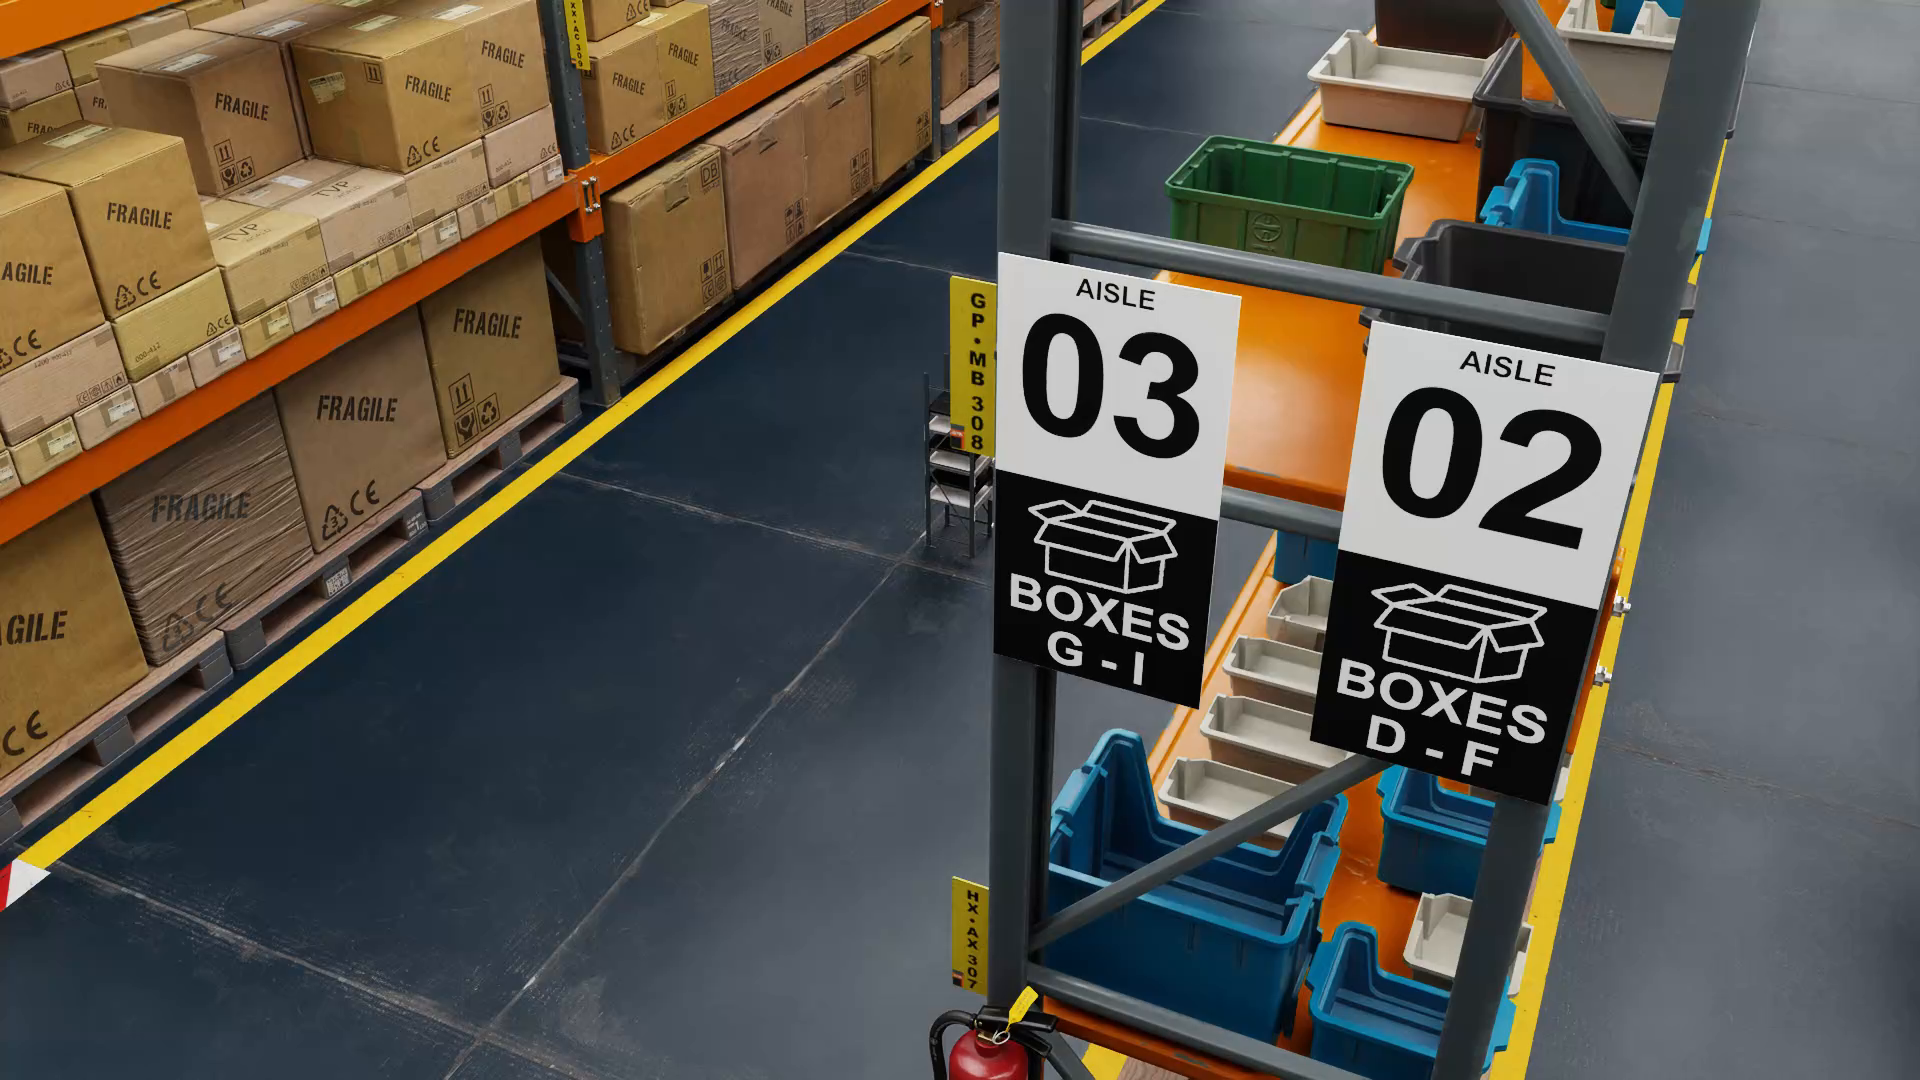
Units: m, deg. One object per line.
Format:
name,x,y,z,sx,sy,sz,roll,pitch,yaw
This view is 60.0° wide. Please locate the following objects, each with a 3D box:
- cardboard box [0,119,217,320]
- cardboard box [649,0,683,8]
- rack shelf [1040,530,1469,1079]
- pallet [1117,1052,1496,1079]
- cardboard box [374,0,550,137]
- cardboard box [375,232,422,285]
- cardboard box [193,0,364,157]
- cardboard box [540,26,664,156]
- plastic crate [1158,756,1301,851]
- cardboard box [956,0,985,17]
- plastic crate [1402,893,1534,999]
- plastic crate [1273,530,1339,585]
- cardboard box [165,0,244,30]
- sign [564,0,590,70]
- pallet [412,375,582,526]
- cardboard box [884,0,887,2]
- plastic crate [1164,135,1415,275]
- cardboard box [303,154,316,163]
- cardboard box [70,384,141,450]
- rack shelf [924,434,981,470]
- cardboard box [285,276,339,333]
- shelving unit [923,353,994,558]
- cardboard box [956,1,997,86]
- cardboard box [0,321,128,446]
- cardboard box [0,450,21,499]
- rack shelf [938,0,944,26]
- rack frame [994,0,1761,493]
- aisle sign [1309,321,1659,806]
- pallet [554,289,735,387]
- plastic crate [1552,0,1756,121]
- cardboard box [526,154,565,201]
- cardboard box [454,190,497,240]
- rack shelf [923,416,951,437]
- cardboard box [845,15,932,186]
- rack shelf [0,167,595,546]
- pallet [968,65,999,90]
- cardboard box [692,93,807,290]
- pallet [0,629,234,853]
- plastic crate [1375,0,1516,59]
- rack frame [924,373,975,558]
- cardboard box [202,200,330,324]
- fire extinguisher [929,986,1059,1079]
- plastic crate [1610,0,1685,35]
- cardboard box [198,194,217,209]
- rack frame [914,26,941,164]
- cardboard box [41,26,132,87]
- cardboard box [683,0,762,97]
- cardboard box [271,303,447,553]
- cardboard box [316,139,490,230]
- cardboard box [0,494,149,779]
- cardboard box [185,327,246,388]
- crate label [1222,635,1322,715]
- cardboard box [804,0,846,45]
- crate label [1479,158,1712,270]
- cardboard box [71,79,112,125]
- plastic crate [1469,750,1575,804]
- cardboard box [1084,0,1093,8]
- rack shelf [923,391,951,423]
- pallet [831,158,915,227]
cardboard box,-3.096,-1.156,5.960,0.500,0.500,0.500,13,35,19
cardboard box,-1.731,-3.208,8.901,0.797,0.503,0.637,15,36,21
rack shelf,1.373,0.345,5.144,1.077,0.370,4.000,14,36,20
pallet,0.917,1.805,4.805,1.003,0.211,1.213,14,36,20
cardboard box,-2.238,-2.173,7.510,0.500,0.500,0.500,15,36,22
cardboard box,-2.549,-1.243,7.139,0.380,0.149,0.250,15,36,21
cardboard box,-2.934,-2.040,7.307,0.500,0.500,0.500,14,36,20
cardboard box,-1.869,-2.301,8.433,0.500,0.500,0.500,14,36,21
plastic crate,0.713,0.678,4.166,0.396,0.136,0.243,14,36,20
cardboard box,-0.150,-4.139,12.522,0.500,0.250,0.500,18,37,26
plastic crate,1.148,0.938,3.770,0.250,0.136,0.298,14,36,20
plastic crate,1.163,0.004,5.106,0.416,0.233,0.300,14,36,20
cardboard box,-5.554,-3.808,12.034,0.500,0.250,0.500,15,36,22
sign,-1.784,-2.356,7.746,0.100,0.325,0.005,14,36,20
pallet,-2.678,-0.561,8.413,1.003,0.211,1.213,14,36,20
cardboard box,-0.597,-3.819,10.748,0.500,0.500,0.500,15,36,22
plastic crate,0.690,-0.682,3.512,0.450,0.188,0.336,14,36,20
cardboard box,-2.936,-1.729,7.517,0.500,0.250,0.500,14,36,20
cardboard box,-3.193,-0.477,5.972,0.380,0.149,0.250,14,36,20
rack shelf,-0.003,-0.420,7.466,0.258,0.077,0.200,14,36,20
cardboard box,-2.764,-0.989,6.752,0.380,0.149,0.250,15,36,21
shelving unit,-0.003,-0.372,7.497,0.258,0.900,0.210,14,36,20
cardboard box,-0.133,-3.836,12.743,0.700,0.500,0.500,11,35,17
cardboard box,-3.305,-0.595,5.787,0.500,0.250,0.500,14,36,20
cardboard box,-3.408,-0.220,5.579,0.380,0.149,0.250,14,36,20
rack shelf,0.221,-4.775,12.953,1.077,0.370,4.000,14,36,20
rack frame,0.536,-1.468,1.782,1.000,3.000,0.127,14,36,20
aisle sign,0.776,0.058,2.556,0.394,0.787,0.004,14,36,20
pallet,-2.034,-1.323,9.575,1.003,0.211,1.213,14,36,20
plastic crate,1.744,-1.197,4.213,0.437,0.282,0.530,14,36,20
cardboard box,-2.119,-1.756,7.921,0.380,0.149,0.250,14,36,21
cardboard box,-2.334,-1.500,7.531,0.380,0.149,0.250,14,36,20
rack shelf,-0.003,-0.495,7.417,0.258,0.077,0.200,14,36,20
cardboard box,-0.923,-3.028,11.187,1.225,0.875,0.875,13,35,18
rack shelf,-3.126,-0.791,6.877,1.077,0.370,4.000,14,36,20
pallet,0.225,-3.908,13.518,1.003,0.211,1.213,14,36,20
cardboard box,-1.666,-2.143,9.838,1.225,0.875,0.875,13,35,19
pallet,-3.699,0.654,6.560,1.003,0.211,1.213,14,36,20
plastic crate,1.441,-1.595,4.831,0.497,0.269,0.590,14,36,20
rack frame,-0.046,-0.322,7.420,0.240,0.900,0.006,14,36,20
cardboard box,-2.878,-1.105,6.566,0.500,0.250,0.500,13,36,20
fire extinguisher,0.060,1.200,3.595,0.296,0.674,0.183,14,36,20
plastic crate,2.119,-1.609,4.886,0.416,0.233,0.300,14,36,20
cardboard box,-3.361,-1.226,6.749,0.500,0.250,0.500,14,36,21
rack frame,-0.615,-4.080,11.237,1.000,3.000,0.127,14,36,20
cardboard box,-5.982,-3.293,11.249,0.500,0.250,0.500,15,36,22
cardboard box,-1.450,-2.801,9.195,0.500,0.500,0.500,13,36,19
cardboard box,-3.014,-0.616,7.509,0.875,0.875,0.875,14,36,20
cardboard box,-2.449,-1.611,7.337,0.500,0.250,0.500,15,36,22
cardboard box,-3.767,0.280,6.142,0.875,0.875,0.875,14,36,20
cardboard box,-2.978,-0.733,6.361,0.380,0.149,0.250,14,36,20
crate label,0.942,0.393,4.601,0.396,0.136,0.243,14,36,20
cardboard box,-1.025,-3.313,9.975,0.500,0.500,0.500,13,35,19
crate label,1.216,-0.537,3.233,0.408,0.251,0.502,14,36,20
cardboard box,-5.982,-2.977,11.452,0.500,0.500,0.500,16,36,23
plastic crate,1.432,0.600,4.285,0.250,0.136,0.298,14,36,20
cardboard box,0.782,-4.910,14.381,0.700,0.500,0.500,11,35,17
rack shelf,-0.003,-0.570,7.367,0.258,0.077,0.200,14,36,20
pallet,-1.014,-2.538,11.429,1.003,0.211,1.213,14,36,20
